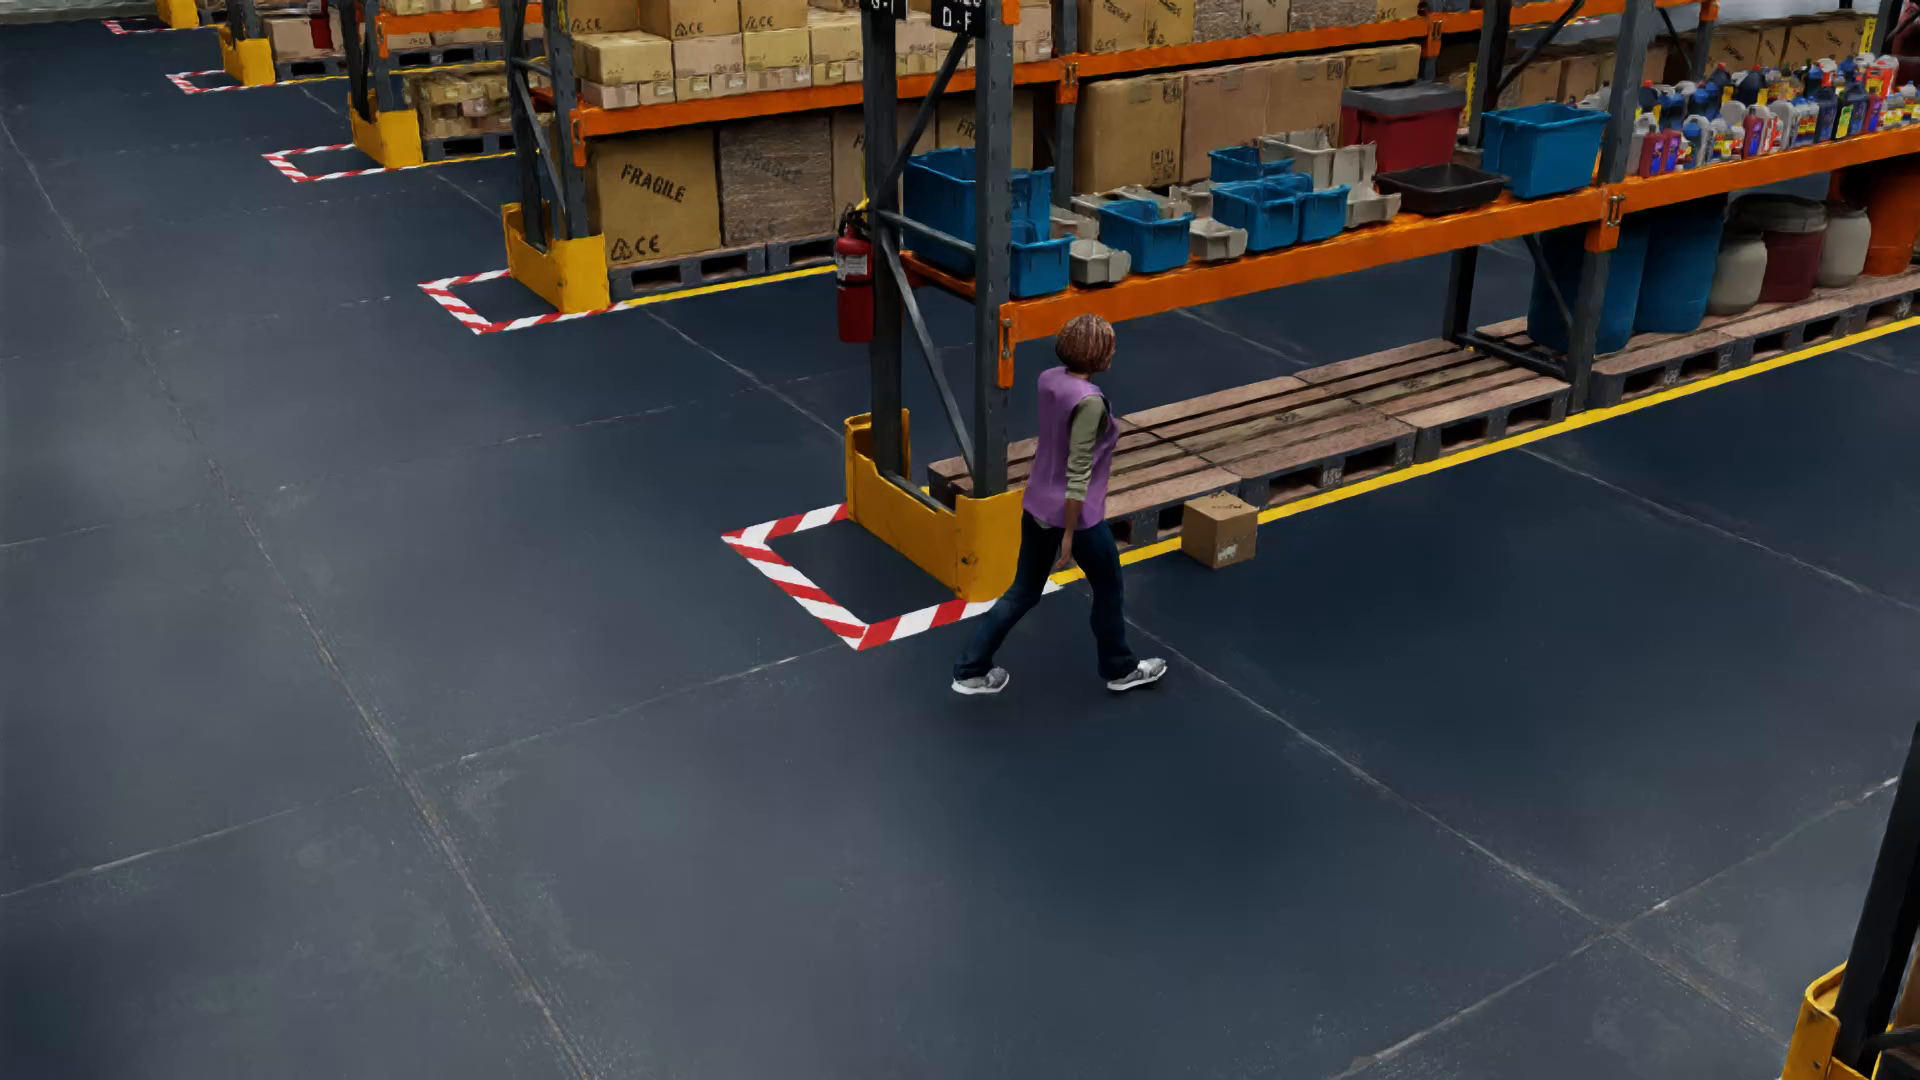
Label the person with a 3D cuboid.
[{"bbox_3d":[0.383,-0.108,6.343,0.904,1.550,0.426,-13,28,-25],"label":"person"}]
